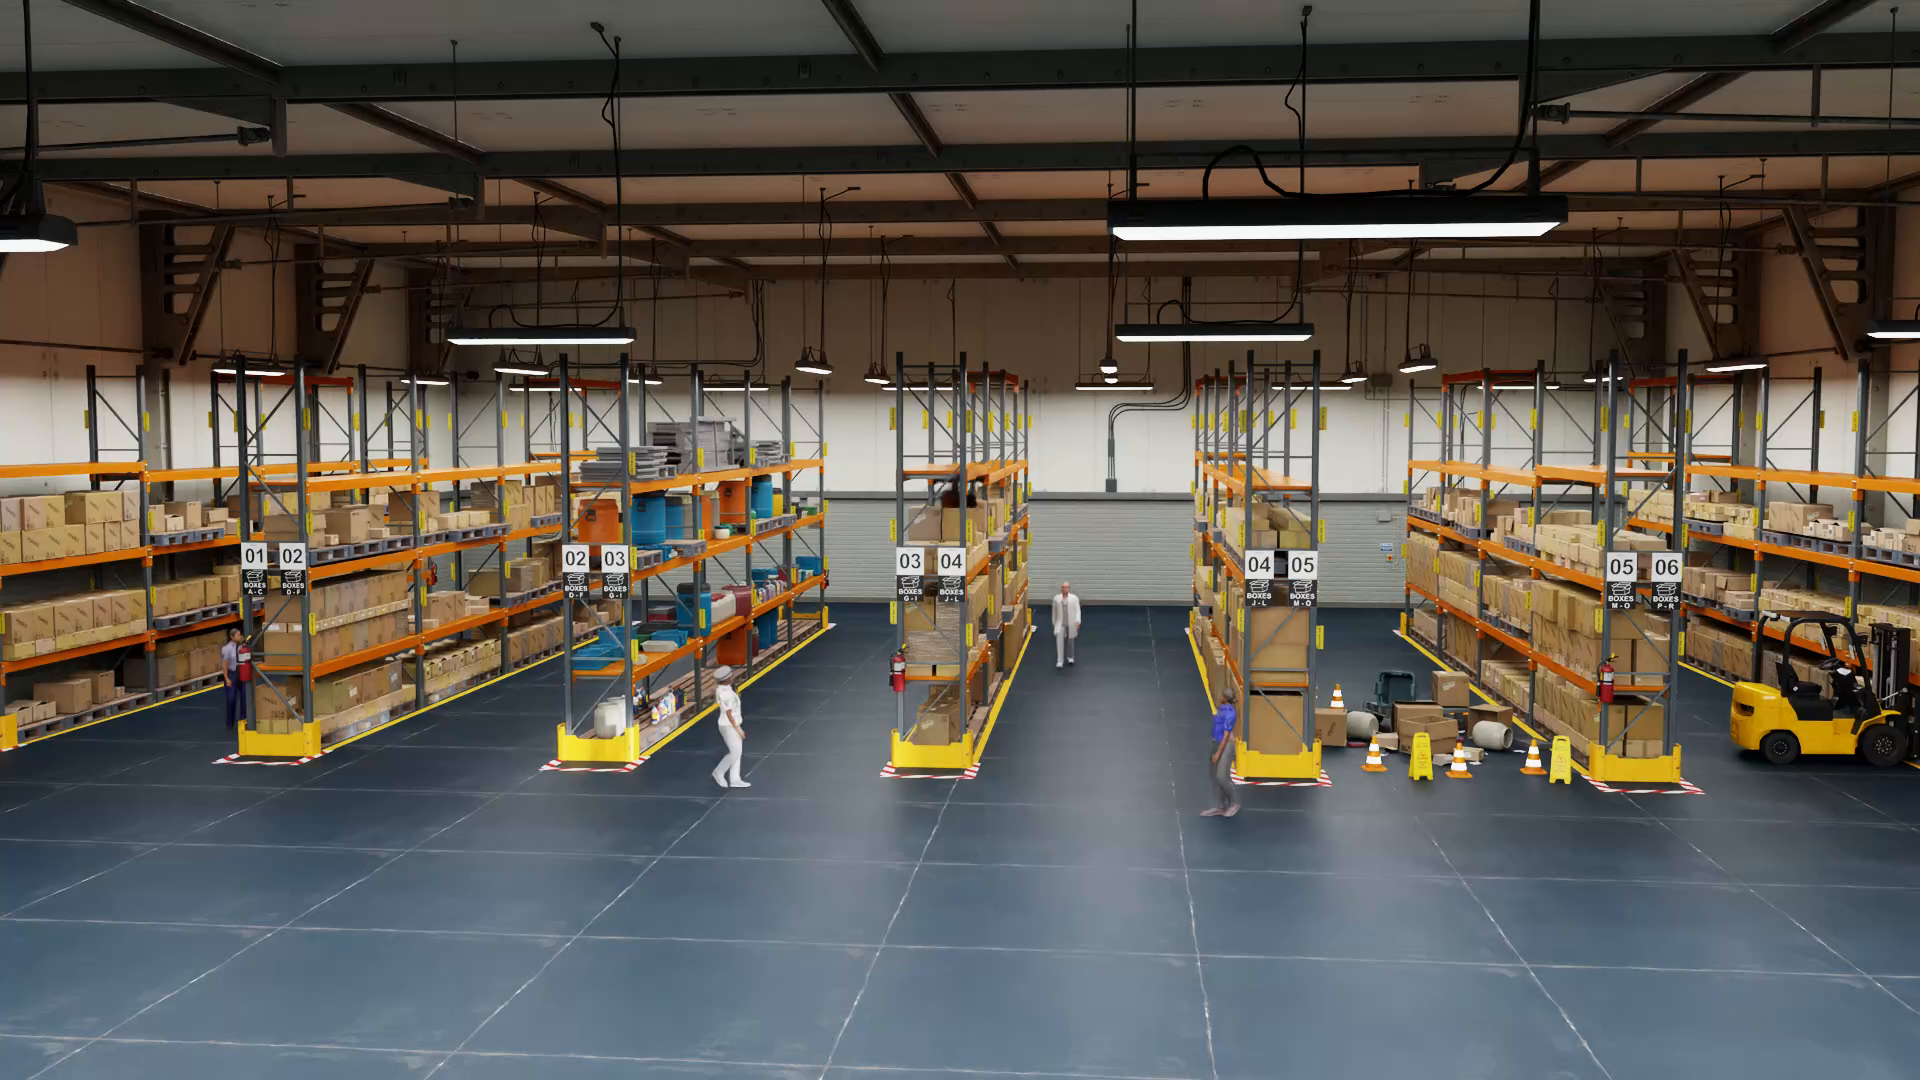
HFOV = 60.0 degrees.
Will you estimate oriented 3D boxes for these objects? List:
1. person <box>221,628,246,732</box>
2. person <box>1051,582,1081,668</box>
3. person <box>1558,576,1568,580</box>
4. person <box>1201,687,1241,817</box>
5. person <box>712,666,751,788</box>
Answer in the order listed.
[{"bbox_3d":[-11.779,2.291,27.141,0.525,1.696,0.460,-4,5,-42],"label":"person"},{"bbox_3d":[2.155,1.719,33.864,0.619,1.725,1.128,1,4,7],"label":"person"},{"bbox_3d":[12.953,1.580,35.896,0.631,1.758,0.601,0,4,7],"label":"person"},{"bbox_3d":[3.304,2.689,21.046,0.445,1.647,0.465,-2,4,-23],"label":"person"},{"bbox_3d":[-3.130,2.552,22.733,0.510,1.688,0.489,1,4,8],"label":"person"}]
